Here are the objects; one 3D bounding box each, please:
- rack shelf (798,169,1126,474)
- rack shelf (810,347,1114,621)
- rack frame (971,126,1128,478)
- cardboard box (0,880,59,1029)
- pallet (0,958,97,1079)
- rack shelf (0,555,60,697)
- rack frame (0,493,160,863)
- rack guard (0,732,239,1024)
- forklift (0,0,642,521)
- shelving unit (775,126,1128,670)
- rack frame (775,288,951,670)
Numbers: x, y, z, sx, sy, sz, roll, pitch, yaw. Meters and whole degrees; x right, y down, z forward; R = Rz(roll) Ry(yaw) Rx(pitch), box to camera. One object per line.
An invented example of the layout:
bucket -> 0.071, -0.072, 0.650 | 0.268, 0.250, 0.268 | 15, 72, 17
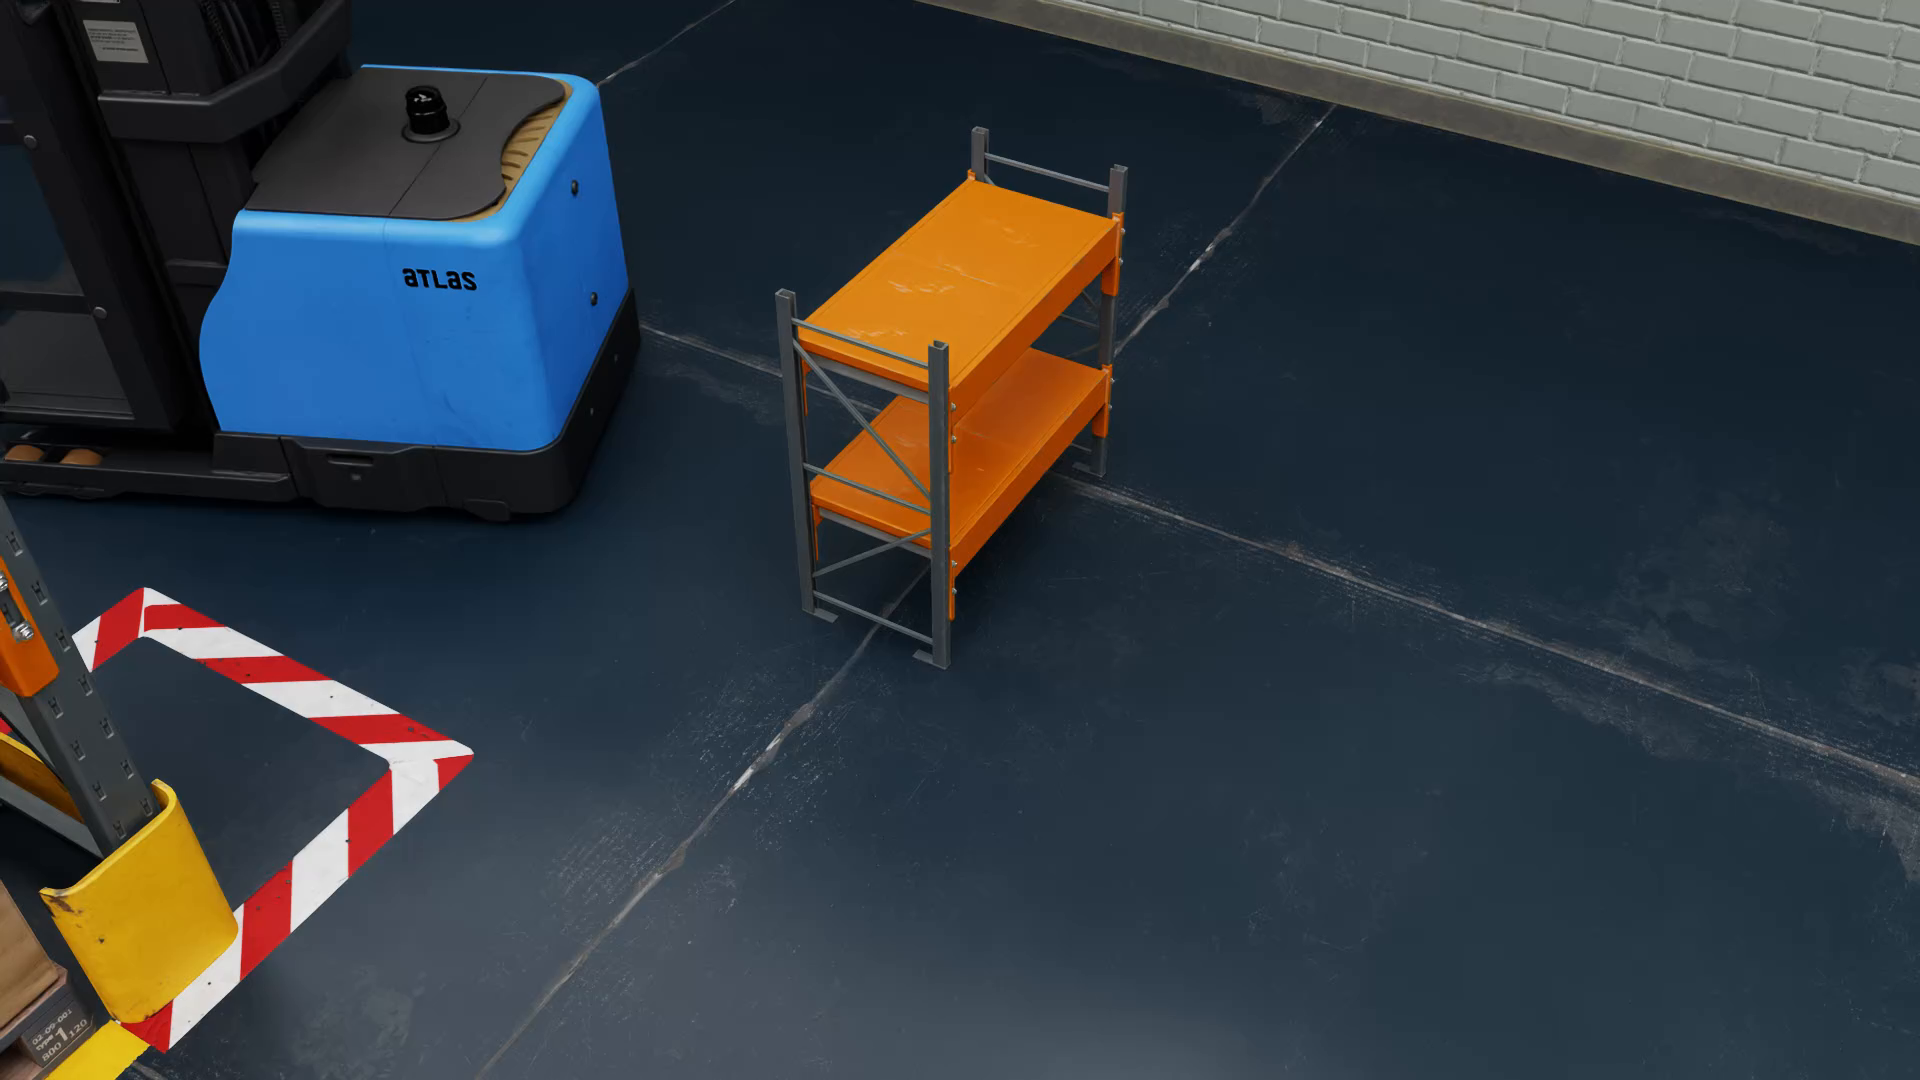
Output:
rack shelf -> 0.003, -0.646, 4.689 | 0.538, 0.278, 1.000 | 21, 45, 22
rack shelf -> 0.003, -0.243, 5.044 | 0.538, 0.278, 1.000 | 21, 45, 22
rack frame -> 0.258, -0.717, 5.213 | 0.500, 1.125, 0.032 | 21, 45, 22
cardboard box -> -2.385, 0.869, 3.552 | 0.500, 0.500, 0.500 | 21, 45, 22
pallet -> -2.763, 1.250, 3.671 | 1.003, 0.211, 1.213 | 21, 45, 22
rack shelf -> -3.327, 1.118, 2.256 | 1.077, 0.370, 4.000 | 21, 45, 22
rack frame -> -2.327, -0.297, 3.317 | 1.000, 3.000, 0.127 | 21, 45, 22
rack guard -> -2.365, 0.685, 4.094 | 1.175, 0.500, 0.348 | 21, 45, 22
forklift -> -2.689, -1.573, 4.818 | 3.031, 2.935, 1.130 | 4, 42, 5
shelving unit -> 0.003, -0.426, 4.883 | 0.538, 1.125, 1.048 | 21, 45, 22
rack frame -> -0.251, -0.135, 4.552 | 0.500, 1.125, 0.032 | 21, 45, 22
